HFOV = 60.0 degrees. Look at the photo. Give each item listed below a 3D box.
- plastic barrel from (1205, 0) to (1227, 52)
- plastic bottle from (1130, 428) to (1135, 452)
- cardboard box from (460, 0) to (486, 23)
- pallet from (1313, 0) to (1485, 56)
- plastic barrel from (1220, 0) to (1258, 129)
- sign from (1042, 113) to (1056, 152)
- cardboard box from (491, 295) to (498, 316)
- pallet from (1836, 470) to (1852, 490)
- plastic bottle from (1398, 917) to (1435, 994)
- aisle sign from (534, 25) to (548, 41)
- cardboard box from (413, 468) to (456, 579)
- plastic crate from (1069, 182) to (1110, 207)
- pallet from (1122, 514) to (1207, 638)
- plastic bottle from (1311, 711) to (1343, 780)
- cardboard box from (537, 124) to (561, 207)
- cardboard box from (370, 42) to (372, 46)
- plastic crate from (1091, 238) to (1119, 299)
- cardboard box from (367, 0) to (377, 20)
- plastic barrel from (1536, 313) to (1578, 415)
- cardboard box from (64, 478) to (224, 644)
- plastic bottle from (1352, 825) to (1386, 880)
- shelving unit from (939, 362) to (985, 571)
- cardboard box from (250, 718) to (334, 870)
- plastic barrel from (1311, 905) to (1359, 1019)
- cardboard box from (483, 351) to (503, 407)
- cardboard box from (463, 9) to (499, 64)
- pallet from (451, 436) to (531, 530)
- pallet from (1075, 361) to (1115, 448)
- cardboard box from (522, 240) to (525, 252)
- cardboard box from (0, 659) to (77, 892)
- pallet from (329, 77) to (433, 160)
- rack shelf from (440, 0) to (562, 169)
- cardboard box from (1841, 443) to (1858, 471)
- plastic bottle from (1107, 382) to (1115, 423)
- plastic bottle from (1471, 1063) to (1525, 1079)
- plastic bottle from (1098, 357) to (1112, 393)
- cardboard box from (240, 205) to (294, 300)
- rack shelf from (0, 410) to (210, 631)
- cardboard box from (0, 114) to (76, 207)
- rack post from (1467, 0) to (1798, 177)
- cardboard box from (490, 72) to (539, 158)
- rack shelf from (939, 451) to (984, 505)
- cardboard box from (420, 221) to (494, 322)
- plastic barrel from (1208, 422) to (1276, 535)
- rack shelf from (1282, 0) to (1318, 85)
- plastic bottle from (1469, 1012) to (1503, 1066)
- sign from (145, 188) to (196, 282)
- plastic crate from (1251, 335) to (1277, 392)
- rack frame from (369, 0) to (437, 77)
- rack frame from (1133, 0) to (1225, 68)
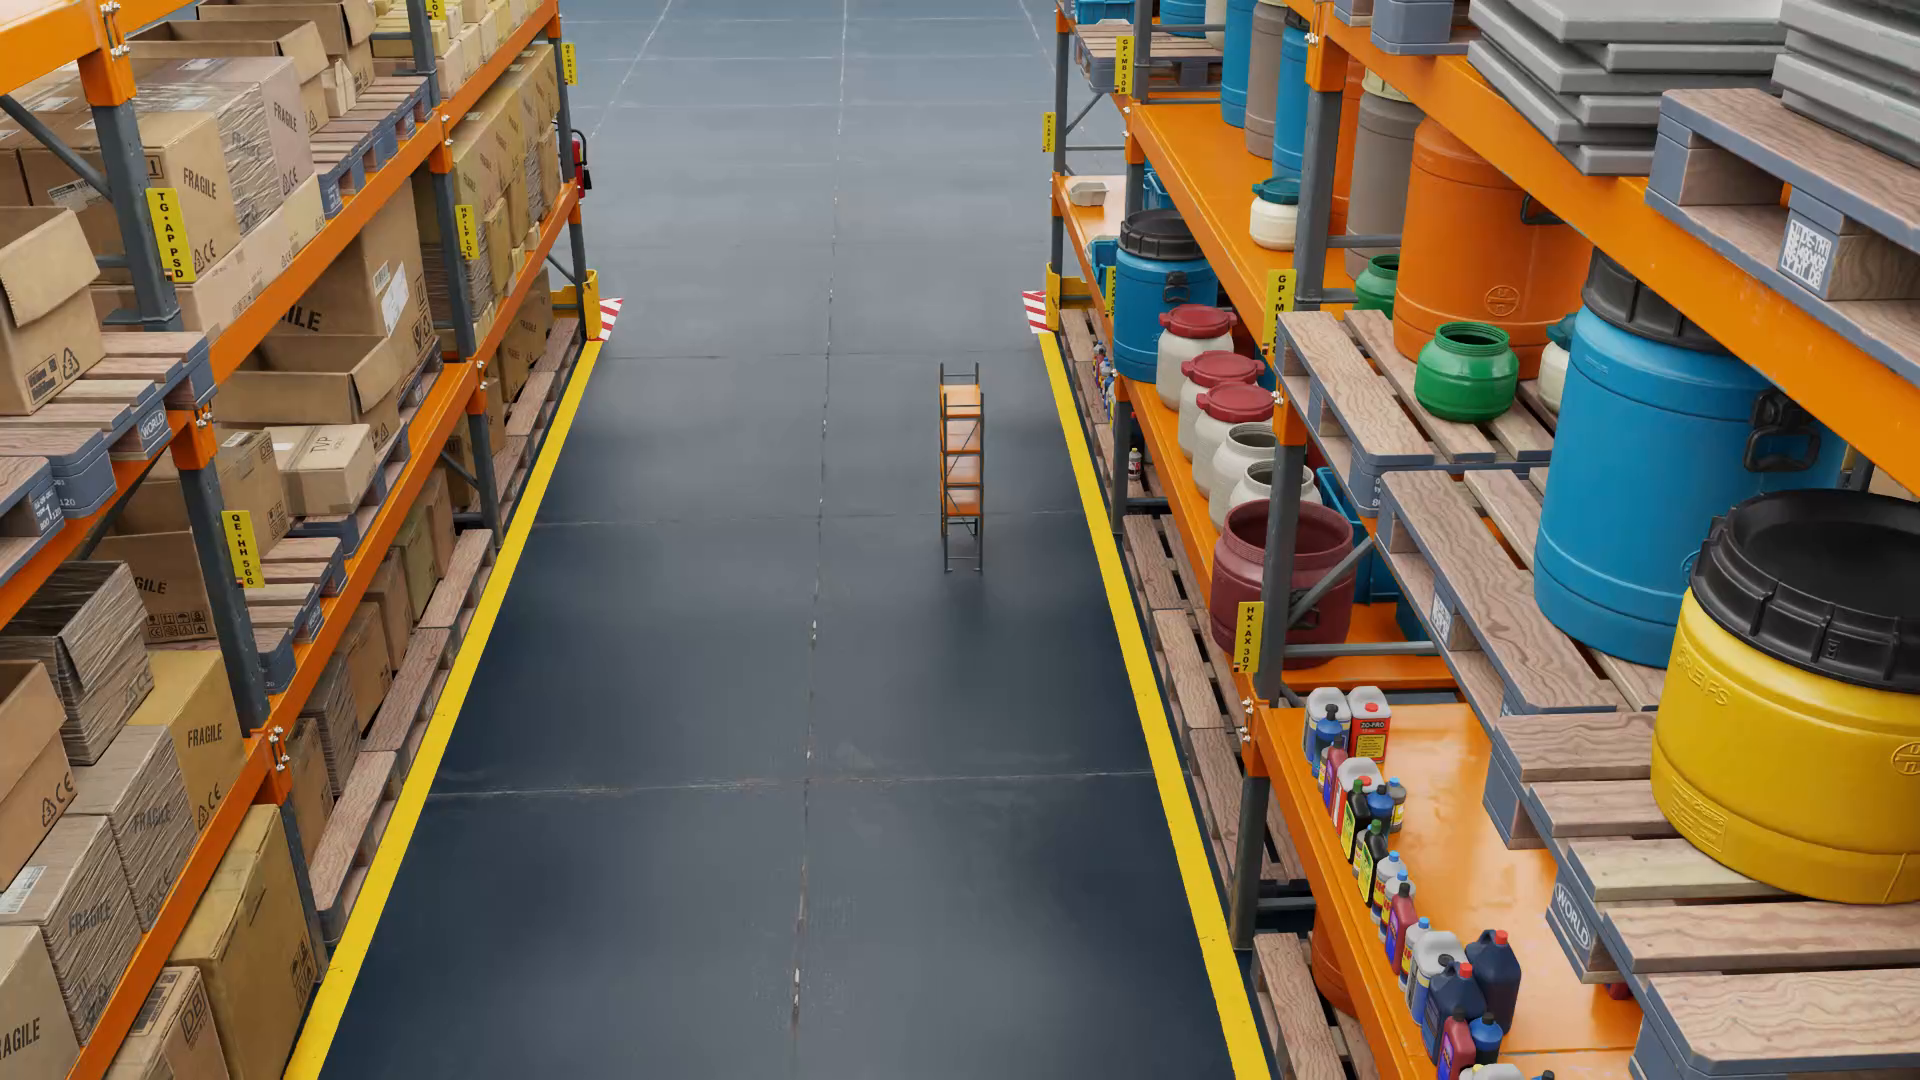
[{"bbox_3d":[1.666,-3.170,9.829,0.421,0.512,0.421,0,28,0],"label":"plastic barrel"},{"bbox_3d":[1.138,-0.606,11.192,0.061,0.283,0.133,0,28,0],"label":"plastic bottle"},{"bbox_3d":[-3.221,-3.364,10.505,0.380,0.149,0.250,-2,28,-4],"label":"cardboard box"},{"bbox_3d":[1.708,-1.619,4.822,1.213,0.211,1.003,-1,28,-3],"label":"pallet"},{"bbox_3d":[1.736,-2.724,9.005,0.600,0.901,0.708,-1,28,-3],"label":"plastic barrel"},{"bbox_3d":[0.734,-3.360,13.711,0.100,0.325,0.005,-1,28,-3],"label":"sign"},{"bbox_3d":[-3.205,-1.507,10.730,0.380,0.149,0.250,-1,28,-3],"label":"cardboard box"},{"bbox_3d":[6.439,-0.651,11.832,1.003,0.211,1.213,-1,28,-3],"label":"pallet"},{"bbox_3d":[1.440,1.298,5.218,0.097,0.271,0.097,0,28,0],"label":"plastic bottle"},{"bbox_3d":[-3.366,-4.317,13.035,0.394,0.787,0.004,-1,28,-3],"label":"aisle sign"},{"bbox_3d":[-3.443,-0.084,9.957,0.700,0.500,0.500,-3,28,-7],"label":"cardboard box"},{"bbox_3d":[1.009,-2.710,13.050,0.298,0.136,0.250,-1,28,-3],"label":"plastic crate"},{"bbox_3d":[1.572,0.197,10.206,1.003,0.211,1.213,-1,28,-3],"label":"pallet"},{"bbox_3d":[1.380,0.765,6.241,0.097,0.271,0.097,0,28,0],"label":"plastic bottle"},{"bbox_3d":[-3.515,-2.822,12.550,0.875,0.500,0.500,-1,28,-3],"label":"cardboard box"},{"bbox_3d":[-3.738,-2.749,9.758,0.500,0.250,0.500,0,28,-1],"label":"cardboard box"},{"bbox_3d":[1.163,-1.840,11.257,0.499,0.251,0.616,-1,28,-3],"label":"plastic crate"},{"bbox_3d":[-3.822,-3.231,10.251,0.380,0.149,0.250,-2,28,-4],"label":"cardboard box"},{"bbox_3d":[1.904,-0.517,5.012,0.301,0.262,0.301,0,28,0],"label":"plastic barrel"},{"bbox_3d":[-3.313,0.087,6.840,0.500,0.500,0.500,-5,28,-9],"label":"cardboard box"},{"bbox_3d":[1.411,1.071,5.729,0.097,0.201,0.097,0,28,0],"label":"plastic bottle"},{"bbox_3d":[0.009,-0.456,10.388,0.258,1.200,0.503,-1,28,-3],"label":"shelving unit"},{"bbox_3d":[-3.300,1.170,7.552,0.700,0.500,0.500,-3,28,-5],"label":"cardboard box"},{"bbox_3d":[1.744,1.448,6.685,0.600,0.830,0.708,-1,28,-3],"label":"plastic barrel"},{"bbox_3d":[-3.583,-1.094,11.915,0.500,0.500,0.500,-4,28,-7],"label":"cardboard box"},{"bbox_3d":[-3.270,-3.233,10.685,0.500,0.250,0.500,-2,28,-5],"label":"cardboard box"},{"bbox_3d":[-3.524,-0.354,11.263,1.003,0.211,1.213,-1,28,-3],"label":"pallet"},{"bbox_3d":[1.432,-1.041,12.579,1.003,0.211,1.213,-1,28,-3],"label":"pallet"},{"bbox_3d":[-3.315,-2.083,11.835,0.380,0.149,0.250,-1,28,-3],"label":"cardboard box"},{"bbox_3d":[-3.192,0.716,5.003,0.797,0.503,0.637,-1,28,-1],"label":"cardboard box"},{"bbox_3d":[-3.528,-2.240,8.824,1.213,0.211,1.003,-1,28,-3],"label":"pallet"},{"bbox_3d":[-3.558,-3.216,11.269,1.077,0.370,4.000,-1,28,-3],"label":"rack shelf"},{"bbox_3d":[6.197,-0.695,11.420,0.500,0.250,0.500,-1,28,-3],"label":"cardboard box"},{"bbox_3d":[1.139,-0.992,11.940,0.152,0.276,0.135,-1,28,-2],"label":"plastic bottle"},{"bbox_3d":[1.502,1.603,4.628,0.152,0.276,0.135,-1,28,-3],"label":"plastic bottle"},{"bbox_3d":[1.085,-1.231,12.403,0.097,0.271,0.097,0,28,0],"label":"plastic bottle"},{"bbox_3d":[-3.042,-1.158,6.707,0.500,0.250,0.500,-1,28,-1],"label":"cardboard box"},{"bbox_3d":[-3.141,0.478,4.186,1.077,0.370,4.000,-1,28,-3],"label":"rack shelf"},{"bbox_3d":[-3.520,-1.245,6.062,0.500,0.500,0.500,-1,28,-1],"label":"cardboard box"},{"bbox_3d":[1.677,-1.077,3.686,0.937,0.300,0.954,1,28,3],"label":"rack post"},{"bbox_3d":[-3.332,-3.038,11.883,0.500,0.500,0.500,-1,28,-3],"label":"cardboard box"},{"bbox_3d":[0.009,-0.396,10.419,0.258,0.148,0.480,-1,28,-3],"label":"rack shelf"},{"bbox_3d":[-3.416,-1.667,10.335,0.875,0.500,0.500,-1,28,-3],"label":"cardboard box"},{"bbox_3d":[1.412,-0.268,7.961,0.421,0.512,0.421,0,28,0],"label":"plastic barrel"},{"bbox_3d":[1.597,-2.641,7.355,1.077,0.370,4.000,-1,28,-3],"label":"rack shelf"},{"bbox_3d":[1.523,1.489,4.852,0.097,0.271,0.097,0,28,0],"label":"plastic bottle"},{"bbox_3d":[-2.690,-1.038,5.671,0.100,0.325,0.005,-1,28,-3],"label":"sign"},{"bbox_3d":[1.861,-0.892,9.296,0.392,0.384,0.575,-1,28,-3],"label":"plastic crate"},{"bbox_3d":[-3.454,-3.941,8.638,1.000,3.000,0.127,-1,28,-3],"label":"rack frame"},{"bbox_3d":[1.492,-4.061,8.867,1.000,3.000,0.127,-1,28,-3],"label":"rack frame"}]
